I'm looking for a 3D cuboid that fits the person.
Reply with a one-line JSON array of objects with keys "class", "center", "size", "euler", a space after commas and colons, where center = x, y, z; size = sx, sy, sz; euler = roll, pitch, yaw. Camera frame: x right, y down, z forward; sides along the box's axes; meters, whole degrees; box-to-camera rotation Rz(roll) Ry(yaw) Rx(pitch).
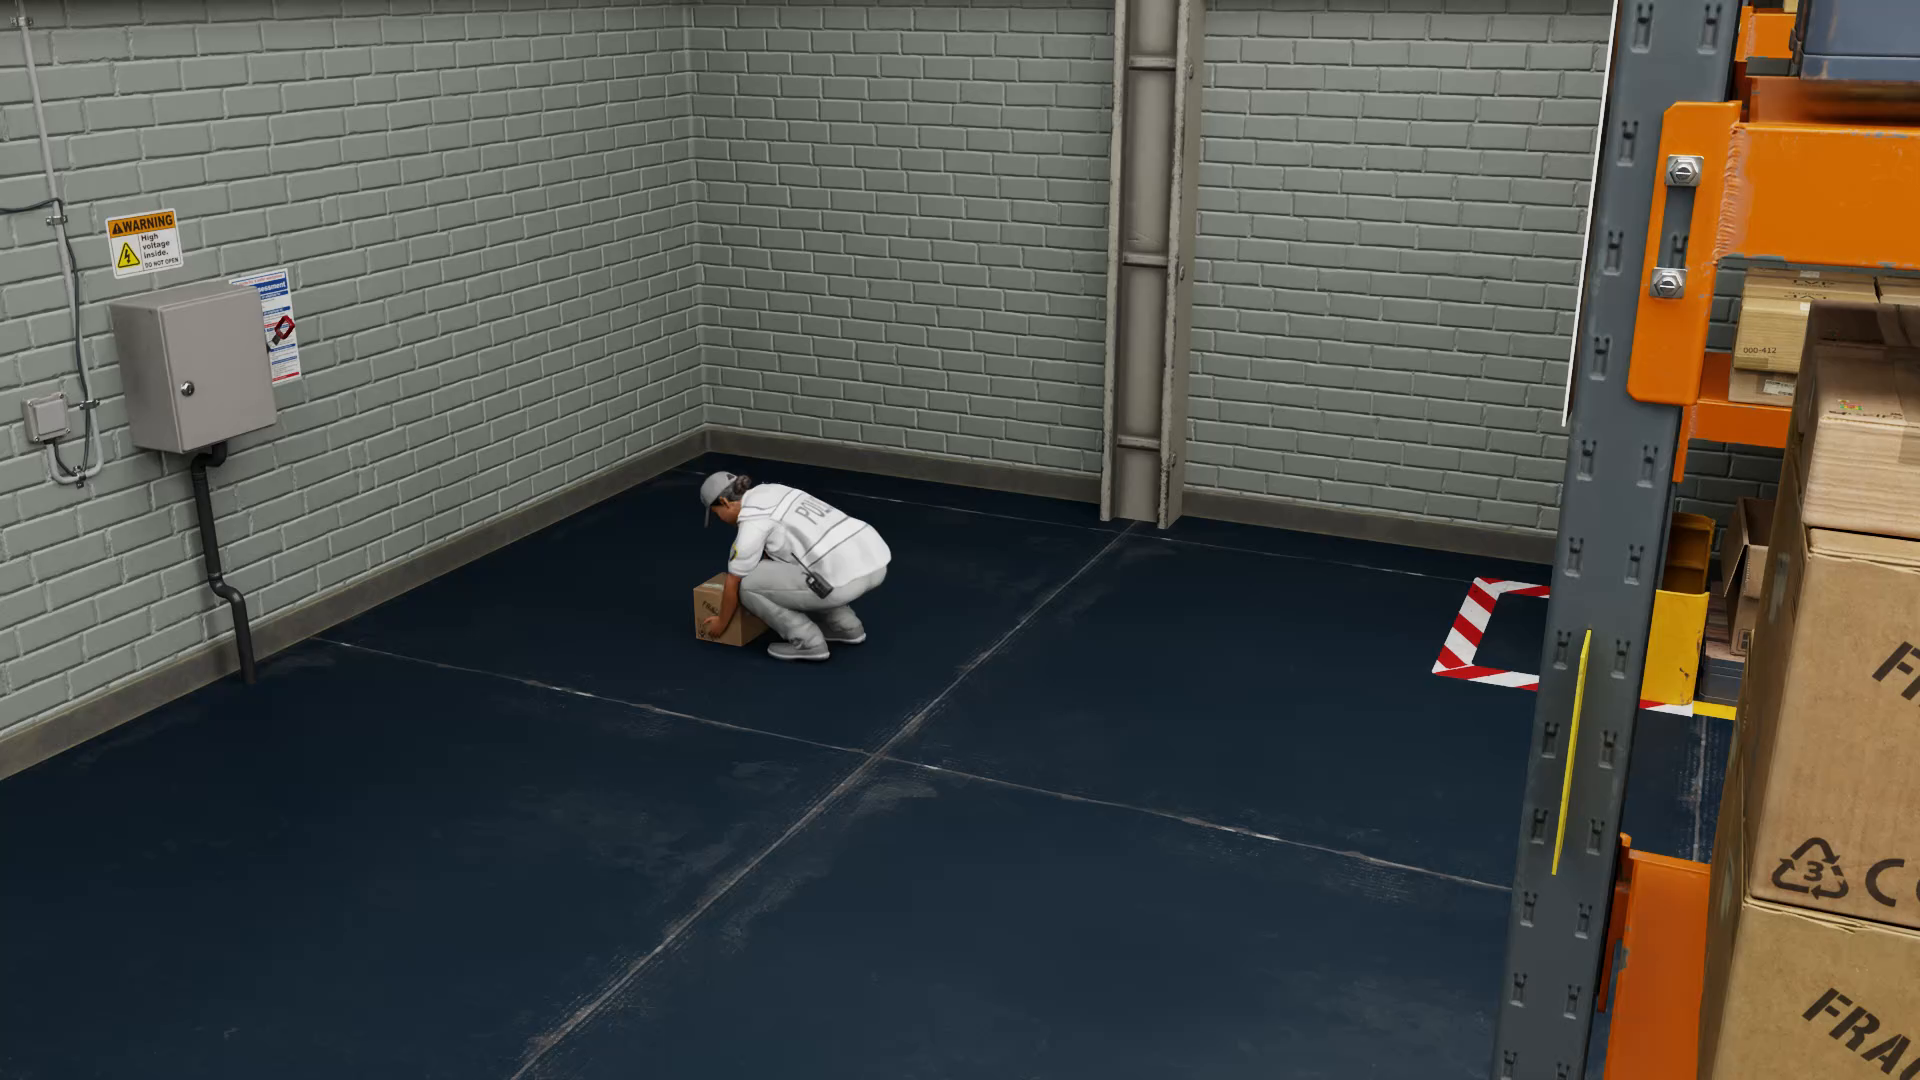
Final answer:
[{"class": "person", "center": [-0.754, 0.107, 7.563], "size": [0.867, 0.818, 0.518], "euler": [8, 21, 23]}]
